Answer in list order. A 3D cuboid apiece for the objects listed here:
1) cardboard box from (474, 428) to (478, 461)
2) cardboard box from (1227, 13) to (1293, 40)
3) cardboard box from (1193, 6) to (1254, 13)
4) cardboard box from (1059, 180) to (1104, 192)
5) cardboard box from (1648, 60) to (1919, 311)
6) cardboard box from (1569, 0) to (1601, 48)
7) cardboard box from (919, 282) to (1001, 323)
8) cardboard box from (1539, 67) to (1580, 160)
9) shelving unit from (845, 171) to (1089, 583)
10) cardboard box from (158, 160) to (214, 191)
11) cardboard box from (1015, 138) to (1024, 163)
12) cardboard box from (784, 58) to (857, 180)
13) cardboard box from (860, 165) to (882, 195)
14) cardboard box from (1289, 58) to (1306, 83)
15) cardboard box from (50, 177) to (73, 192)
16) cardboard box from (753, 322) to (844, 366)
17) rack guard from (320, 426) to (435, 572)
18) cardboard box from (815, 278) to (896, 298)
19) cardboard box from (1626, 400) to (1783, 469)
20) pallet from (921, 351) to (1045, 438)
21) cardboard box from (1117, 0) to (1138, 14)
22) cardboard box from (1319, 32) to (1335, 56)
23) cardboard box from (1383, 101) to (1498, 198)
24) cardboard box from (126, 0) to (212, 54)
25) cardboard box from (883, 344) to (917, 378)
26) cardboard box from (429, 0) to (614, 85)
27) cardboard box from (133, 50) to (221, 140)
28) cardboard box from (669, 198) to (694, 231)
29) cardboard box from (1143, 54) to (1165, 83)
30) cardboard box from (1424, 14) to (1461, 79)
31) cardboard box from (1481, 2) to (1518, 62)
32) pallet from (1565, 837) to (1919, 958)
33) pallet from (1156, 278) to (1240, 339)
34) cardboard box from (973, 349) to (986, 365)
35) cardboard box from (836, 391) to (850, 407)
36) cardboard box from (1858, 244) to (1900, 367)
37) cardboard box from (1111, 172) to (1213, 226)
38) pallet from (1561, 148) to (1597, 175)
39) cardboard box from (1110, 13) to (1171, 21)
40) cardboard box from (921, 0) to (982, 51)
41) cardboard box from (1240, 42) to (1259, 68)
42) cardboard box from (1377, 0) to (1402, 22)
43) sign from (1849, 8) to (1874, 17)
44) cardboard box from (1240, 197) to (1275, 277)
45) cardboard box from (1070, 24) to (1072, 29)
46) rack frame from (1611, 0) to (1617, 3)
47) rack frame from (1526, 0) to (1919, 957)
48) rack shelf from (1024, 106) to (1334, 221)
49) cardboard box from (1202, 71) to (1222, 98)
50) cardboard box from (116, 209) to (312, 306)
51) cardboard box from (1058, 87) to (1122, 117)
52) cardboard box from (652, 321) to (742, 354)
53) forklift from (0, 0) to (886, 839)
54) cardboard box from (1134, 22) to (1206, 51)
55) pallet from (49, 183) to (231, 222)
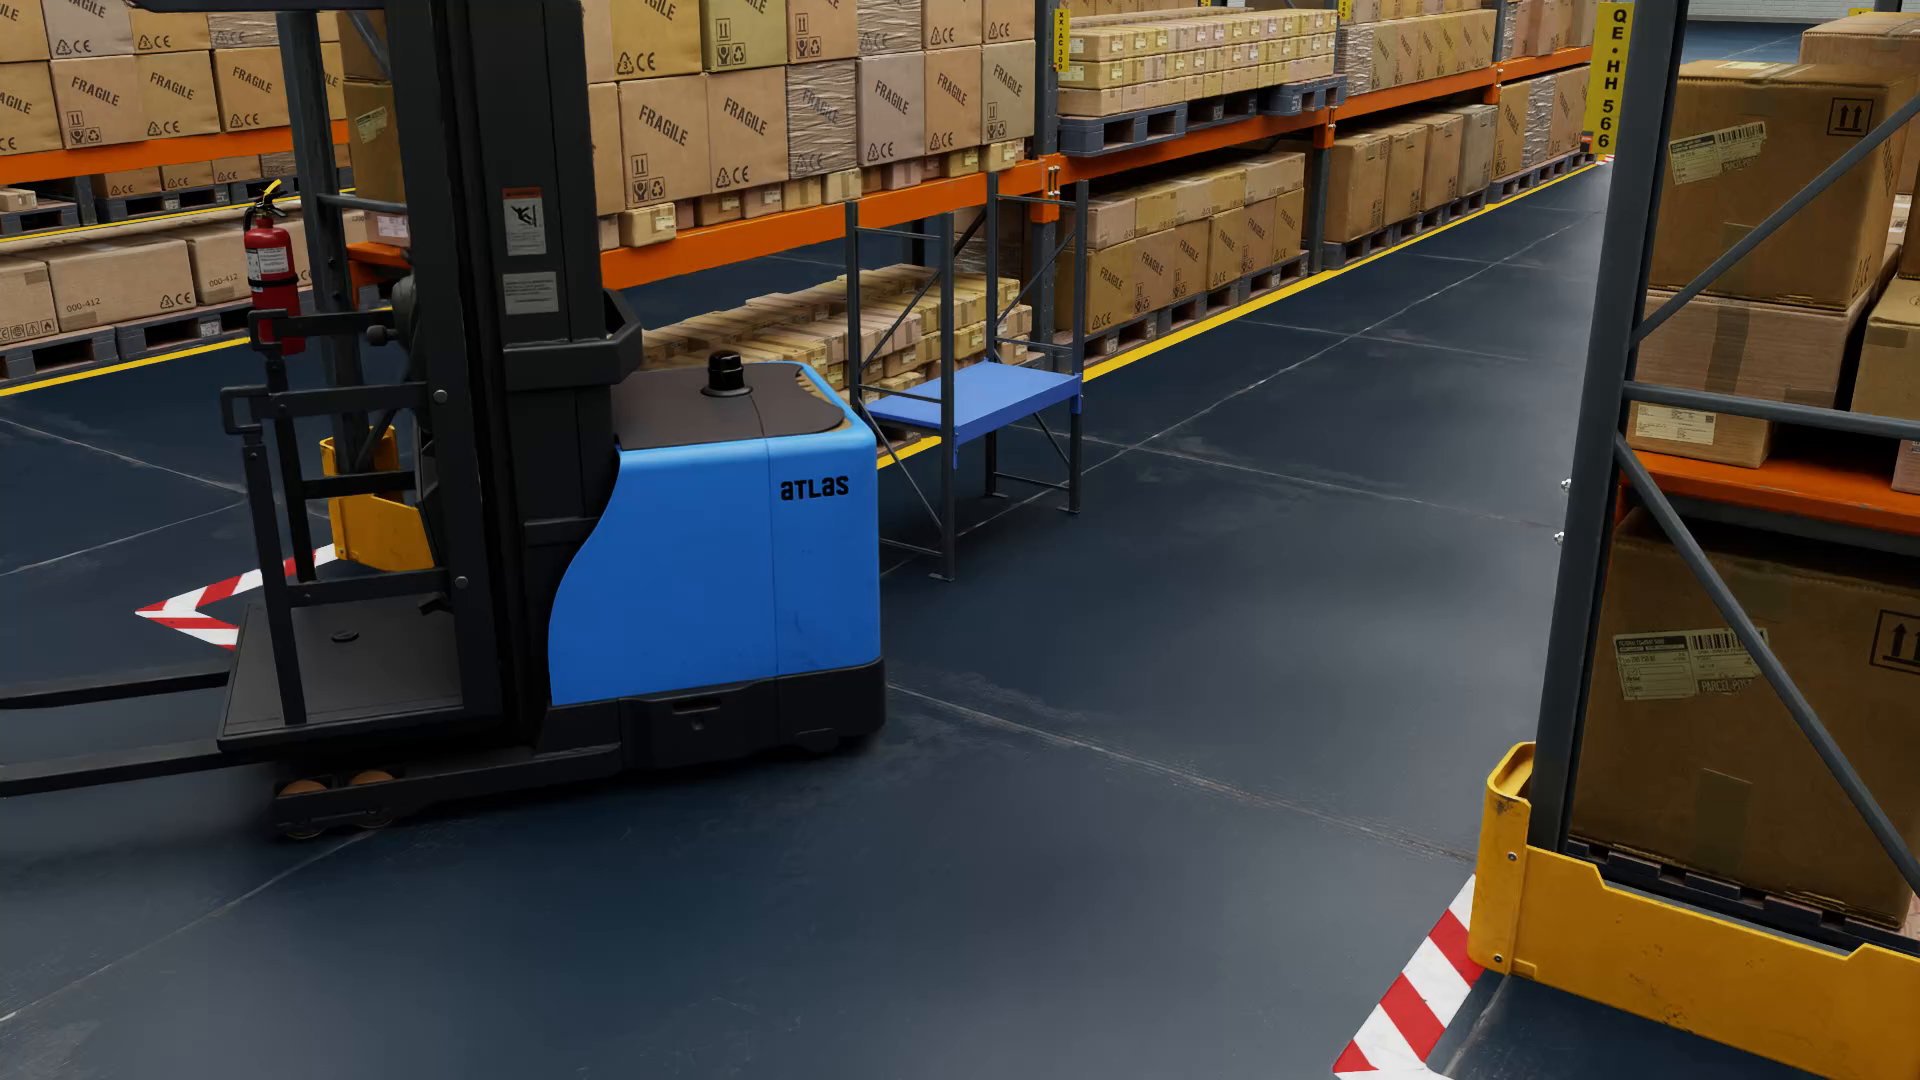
[{"bbox_3d":[-2.093,-0.462,7.266,0.380,0.149,0.250,13,24,30],"label":"cardboard box"},{"bbox_3d":[2.009,-3.455,11.182,0.380,0.149,0.250,14,25,33],"label":"cardboard box"},{"bbox_3d":[1.921,-3.813,12.150,0.380,0.149,0.250,13,24,32],"label":"cardboard box"},{"bbox_3d":[0.604,-2.188,10.773,0.500,0.250,0.500,15,25,34],"label":"cardboard box"},{"bbox_3d":[1.948,-0.871,4.004,0.500,0.500,0.500,14,24,32],"label":"cardboard box"},{"bbox_3d":[6.378,-5.640,17.971,0.875,0.550,0.550,13,24,32],"label":"cardboard box"},{"bbox_3d":[-0.001,-1.309,9.125,0.380,0.149,0.250,14,24,32],"label":"cardboard box"},{"bbox_3d":[6.021,-4.587,17.799,0.875,0.875,0.875,13,24,31],"label":"cardboard box"},{"bbox_3d":[0.048,-0.728,7.071,0.538,1.500,1.048,13,24,32],"label":"shelving unit"},{"bbox_3d":[-7.414,-3.581,15.620,0.500,0.500,0.500,13,24,31],"label":"cardboard box"},{"bbox_3d":[0.128,-2.158,9.138,0.380,0.149,0.250,13,24,31],"label":"cardboard box"},{"bbox_3d":[-0.826,-1.961,7.671,0.500,0.500,0.500,13,24,30],"label":"cardboard box"},{"bbox_3d":[-0.607,-1.782,8.122,0.380,0.149,0.250,13,24,31],"label":"cardboard box"},{"bbox_3d":[2.161,-3.254,11.496,0.380,0.149,0.250,14,24,33],"label":"cardboard box"},{"bbox_3d":[-8.132,-3.530,15.482,0.500,0.500,0.500,13,24,32],"label":"cardboard box"},{"bbox_3d":[-0.793,-0.951,8.159,0.380,0.149,0.250,13,24,32],"label":"cardboard box"},{"bbox_3d":[-2.111,-0.105,6.829,1.175,0.500,0.348,13,24,32],"label":"rack guard"},{"bbox_3d":[-0.576,-1.334,9.195,0.380,0.149,0.250,13,24,31],"label":"cardboard box"},{"bbox_3d":[1.819,-0.308,4.136,0.380,0.149,0.250,14,24,33],"label":"cardboard box"},{"bbox_3d":[-0.254,-0.896,9.383,1.003,0.211,1.213,13,24,32],"label":"pallet"},{"bbox_3d":[1.742,-6.333,19.488,0.500,0.500,0.500,14,24,32],"label":"cardboard box"},{"bbox_3d":[2.442,-3.539,11.838,0.380,0.149,0.250,14,24,33],"label":"cardboard box"},{"bbox_3d":[4.317,-3.645,15.433,1.050,0.750,0.750,13,24,32],"label":"cardboard box"},{"bbox_3d":[-4.952,-3.232,10.094,0.500,0.500,0.500,13,24,32],"label":"cardboard box"},{"bbox_3d":[-0.447,-0.960,8.613,0.380,0.149,0.250,14,24,33],"label":"cardboard box"},{"bbox_3d":[-1.682,-1.988,6.302,0.500,0.500,0.500,13,24,31],"label":"cardboard box"},{"bbox_3d":[-4.967,-2.761,10.261,0.500,0.500,0.500,14,25,34],"label":"cardboard box"},{"bbox_3d":[-1.364,-1.416,7.132,0.380,0.149,0.250,15,25,34],"label":"cardboard box"},{"bbox_3d":[0.985,-2.794,9.824,0.380,0.149,0.250,14,24,33],"label":"cardboard box"},{"bbox_3d":[3.951,-4.254,14.297,0.500,0.500,0.500,14,24,32],"label":"cardboard box"},{"bbox_3d":[4.789,-4.877,15.911,0.875,0.550,0.550,13,24,32],"label":"cardboard box"},{"bbox_3d":[2.276,0.804,4.788,1.003,0.211,1.213,13,24,32],"label":"pallet"},{"bbox_3d":[1.216,-1.671,11.478,1.003,0.211,1.213,13,24,32],"label":"pallet"},{"bbox_3d":[-0.059,-1.026,9.220,0.380,0.149,0.250,14,25,33],"label":"cardboard box"},{"bbox_3d":[-0.736,-0.650,8.203,0.380,0.149,0.250,13,24,32],"label":"cardboard box"},{"bbox_3d":[2.230,-0.665,4.526,0.500,0.250,0.500,13,24,31],"label":"cardboard box"},{"bbox_3d":[1.316,-2.239,10.911,0.500,0.250,0.500,14,25,34],"label":"cardboard box"},{"bbox_3d":[6.455,-4.294,18.570,1.003,0.211,1.213,13,24,32],"label":"pallet"},{"bbox_3d":[1.186,-3.437,11.133,0.380,0.149,0.250,14,25,33],"label":"cardboard box"},{"bbox_3d":[-0.232,-2.722,8.286,0.500,0.500,0.500,12,24,30],"label":"cardboard box"},{"bbox_3d":[1.719,-3.169,10.836,0.380,0.149,0.250,14,24,33],"label":"cardboard box"},{"bbox_3d":[3.174,-4.487,13.486,0.700,0.500,0.500,13,24,31],"label":"cardboard box"},{"bbox_3d":[3.686,-2.016,6.837,0.100,0.325,0.005,13,24,32],"label":"sign"},{"bbox_3d":[1.894,-2.188,11.854,0.500,0.500,0.500,14,25,34],"label":"cardboard box"},{"bbox_3d":[0.456,-3.066,10.129,0.380,0.149,0.250,12,24,30],"label":"cardboard box"},{"bbox_3d":[6.840,-5.847,18.747,1.000,3.000,0.127,13,24,32],"label":"rack frame"},{"bbox_3d":[1.891,-0.260,3.643,1.000,3.000,0.127,13,24,32],"label":"rack frame"},{"bbox_3d":[1.219,-2.640,11.115,1.077,0.370,4.000,13,24,32],"label":"rack shelf"},{"bbox_3d":[1.426,-2.882,10.489,0.380,0.149,0.250,13,24,31],"label":"cardboard box"},{"bbox_3d":[-5.001,-1.919,11.217,0.875,0.438,0.875,12,24,30],"label":"cardboard box"},{"bbox_3d":[0.696,-2.506,9.473,0.380,0.149,0.250,12,23,29],"label":"cardboard box"},{"bbox_3d":[-1.294,-0.960,8.183,0.380,0.149,0.250,12,24,30],"label":"cardboard box"},{"bbox_3d":[-1.818,-0.701,4.936,3.031,2.935,1.130,-6,21,-17],"label":"forklift"},{"bbox_3d":[1.280,-3.084,10.178,0.380,0.149,0.250,13,24,31],"label":"cardboard box"},{"bbox_3d":[-7.737,-3.240,15.719,1.003,0.211,1.213,13,24,32],"label":"pallet"}]
